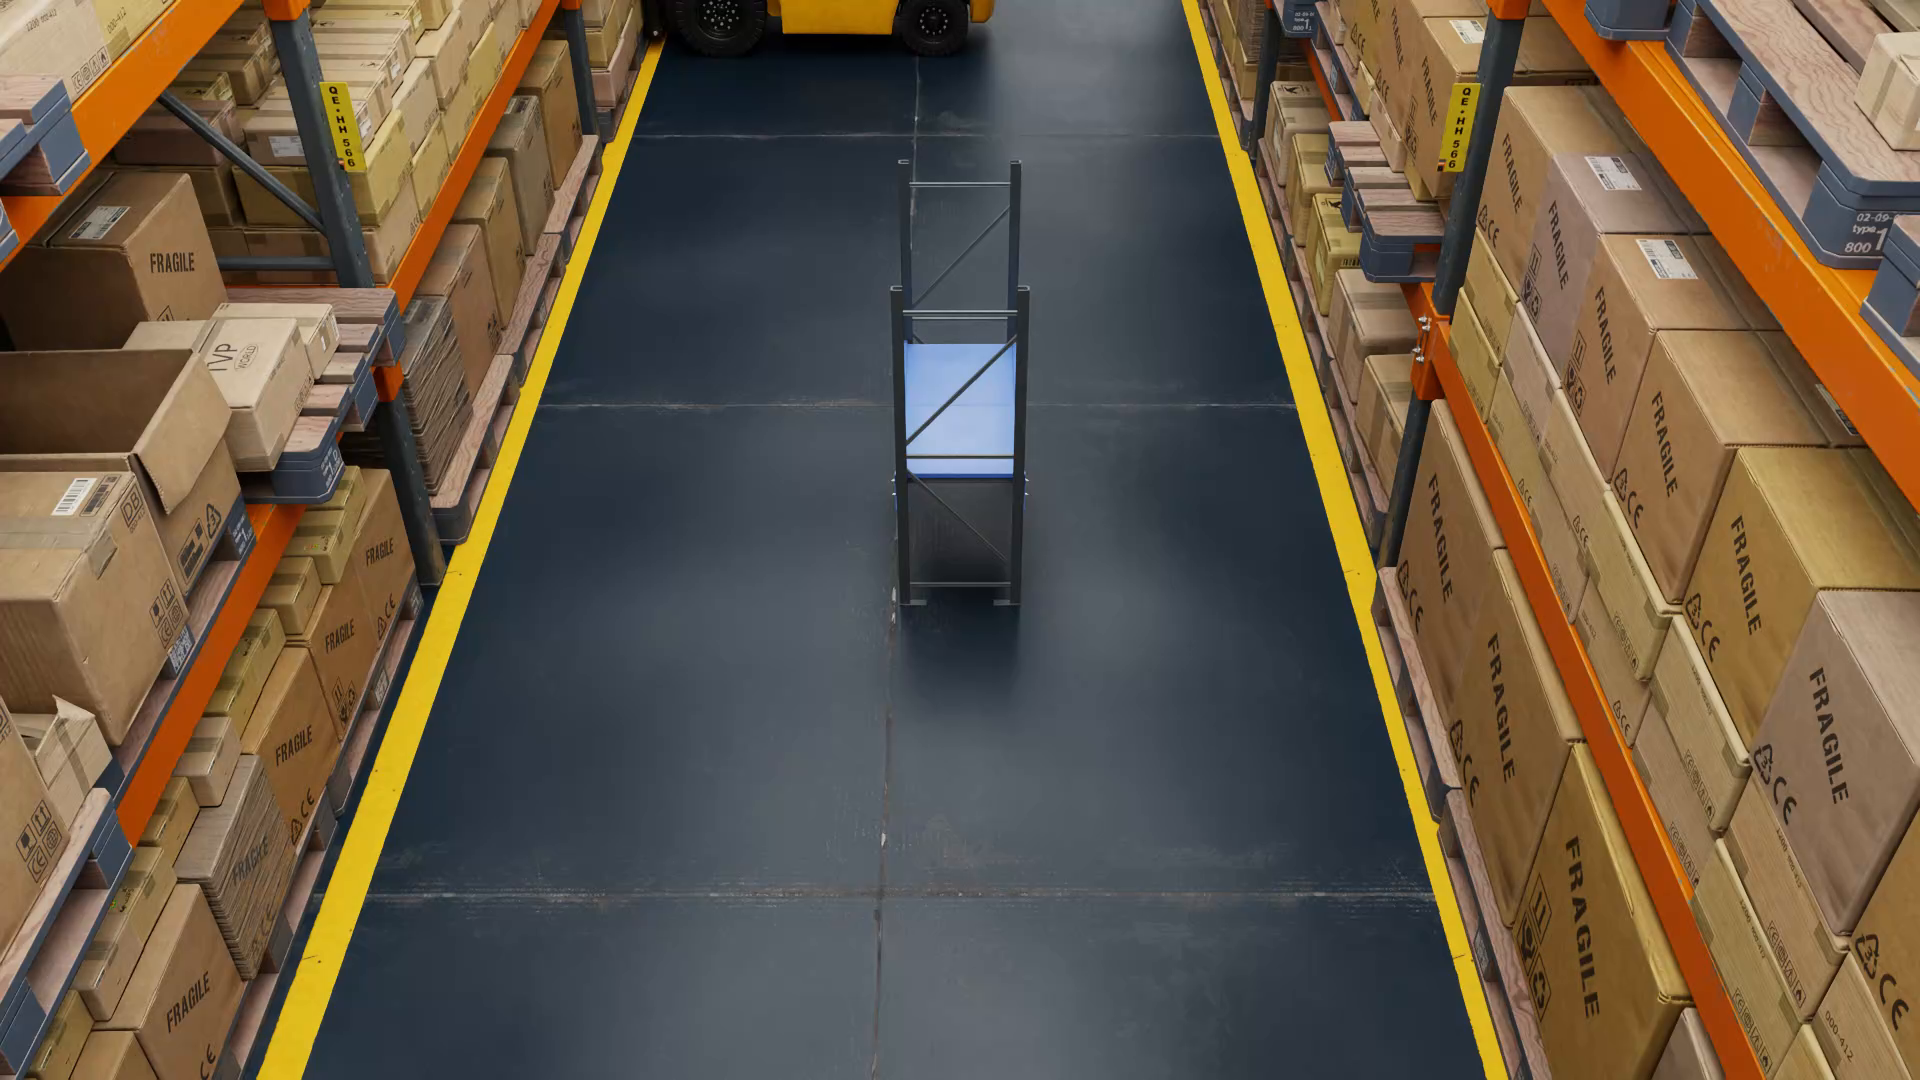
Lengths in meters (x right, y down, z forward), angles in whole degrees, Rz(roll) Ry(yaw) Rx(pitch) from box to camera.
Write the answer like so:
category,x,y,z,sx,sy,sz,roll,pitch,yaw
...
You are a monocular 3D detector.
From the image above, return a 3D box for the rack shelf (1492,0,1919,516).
category,x,y,z,sx,sy,sz,roll,pitch,yaw
rack shelf,2.278,-0.653,3.843,1.077,0.370,4.000,0,39,0

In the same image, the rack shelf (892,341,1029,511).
category,x,y,z,sx,sy,sz,roll,pitch,yaw
rack shelf,0.000,-0.498,6.960,0.538,0.185,1.000,0,39,0

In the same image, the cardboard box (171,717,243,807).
category,x,y,z,sx,sy,sz,roll,pitch,yaw
cardboard box,-2.461,0.689,5.137,0.380,0.149,0.250,-2,39,-2

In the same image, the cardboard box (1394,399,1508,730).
category,x,y,z,sx,sy,sz,roll,pitch,yaw
cardboard box,2.193,0.084,6.110,0.875,0.875,0.875,0,39,0

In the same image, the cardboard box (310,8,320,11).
category,x,y,z,sx,sy,sz,roll,pitch,yaw
cardboard box,-2.959,-2.373,7.532,0.500,0.250,0.500,-1,39,-1

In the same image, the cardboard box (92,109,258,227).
category,x,y,z,sx,sy,sz,roll,pitch,yaw
cardboard box,-2.966,-1.425,6.350,0.500,0.250,0.500,1,39,1

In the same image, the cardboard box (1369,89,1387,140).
category,x,y,z,sx,sy,sz,roll,pitch,yaw
cardboard box,1.930,-1.767,6.921,0.380,0.149,0.250,-2,39,-2

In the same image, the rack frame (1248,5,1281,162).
category,x,y,z,sx,sy,sz,roll,pitch,yaw
rack frame,2.271,-3.515,9.238,1.000,3.000,0.127,0,39,0

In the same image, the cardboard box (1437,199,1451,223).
category,x,y,z,sx,sy,sz,roll,pitch,yaw
cardboard box,2.040,-1.284,6.319,0.380,0.149,0.250,1,39,2

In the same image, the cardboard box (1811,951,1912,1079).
category,x,y,z,sx,sy,sz,roll,pitch,yaw
cardboard box,2.037,1.076,3.229,0.500,0.250,0.500,0,39,0

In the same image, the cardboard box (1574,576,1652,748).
category,x,y,z,sx,sy,sz,roll,pitch,yaw
cardboard box,2.042,0.309,4.586,0.500,0.250,0.500,0,39,0

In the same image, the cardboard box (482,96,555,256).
category,x,y,z,sx,sy,sz,roll,pitch,yaw
cardboard box,-2.688,-1.935,8.829,0.875,0.625,0.625,0,39,0

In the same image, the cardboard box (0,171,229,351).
category,x,y,z,sx,sy,sz,roll,pitch,yaw
cardboard box,-2.844,-0.889,5.545,0.500,0.500,0.500,2,39,2

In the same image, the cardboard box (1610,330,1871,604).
category,x,y,z,sx,sy,sz,roll,pitch,yaw
cardboard box,2.024,-0.185,4.203,0.500,0.500,0.500,1,39,1

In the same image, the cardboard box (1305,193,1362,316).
category,x,y,z,sx,sy,sz,roll,pitch,yaw
cardboard box,2.281,-1.441,8.415,0.950,0.372,0.625,1,39,1

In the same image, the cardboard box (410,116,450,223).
category,x,y,z,sx,sy,sz,roll,pitch,yaw
cardboard box,-2.440,-1.541,6.895,0.500,0.250,0.500,-1,39,-1

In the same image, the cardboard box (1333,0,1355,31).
category,x,y,z,sx,sy,sz,roll,pitch,yaw
cardboard box,1.984,-2.597,7.438,0.500,0.500,0.500,-2,39,-2

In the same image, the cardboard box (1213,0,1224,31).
category,x,y,z,sx,sy,sz,roll,pitch,yaw
cardboard box,1.995,-3.627,11.240,0.500,0.250,0.500,1,39,1

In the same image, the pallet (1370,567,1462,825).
category,x,y,z,sx,sy,sz,roll,pitch,yaw
pallet,2.201,0.568,6.373,1.003,0.211,1.213,0,39,0

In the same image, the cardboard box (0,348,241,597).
category,x,y,z,sx,sy,sz,roll,pitch,yaw
cardboard box,-2.501,-0.191,4.672,0.797,0.503,0.637,-1,39,-1

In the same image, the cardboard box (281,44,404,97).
category,x,y,z,sx,sy,sz,roll,pitch,yaw
cardboard box,-2.421,-1.827,6.533,0.380,0.149,0.250,1,39,1

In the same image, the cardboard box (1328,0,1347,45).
category,x,y,z,sx,sy,sz,roll,pitch,yaw
cardboard box,1.929,-2.420,7.736,0.380,0.149,0.250,1,39,2

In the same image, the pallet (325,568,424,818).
category,x,y,z,sx,sy,sz,roll,pitch,yaw
pallet,-2.725,0.547,6.398,1.003,0.211,1.213,0,39,0

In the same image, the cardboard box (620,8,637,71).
category,x,y,z,sx,sy,sz,roll,pitch,yaw
cardboard box,-2.378,-3.220,10.733,0.500,0.250,0.500,-1,39,-1

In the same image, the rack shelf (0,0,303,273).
category,x,y,z,sx,sy,sz,roll,pitch,yaw
rack shelf,-2.686,-0.647,3.835,1.077,0.370,4.000,0,39,0

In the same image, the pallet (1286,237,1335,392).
category,x,y,z,sx,sy,sz,roll,pitch,yaw
pallet,2.278,-1.175,8.548,1.003,0.211,1.213,0,39,0

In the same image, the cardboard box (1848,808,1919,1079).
category,x,y,z,sx,sy,sz,roll,pitch,yaw
cardboard box,2.029,0.779,2.999,0.500,0.500,0.500,1,39,1

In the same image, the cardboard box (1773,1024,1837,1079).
category,x,y,z,sx,sy,sz,roll,pitch,yaw
cardboard box,2.028,1.266,3.392,0.500,0.250,0.500,-1,39,-1

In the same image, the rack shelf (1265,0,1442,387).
category,x,y,z,sx,sy,sz,roll,pitch,yaw
rack shelf,2.273,-1.984,7.902,1.077,0.370,4.000,0,39,0

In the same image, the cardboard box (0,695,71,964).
category,x,y,z,sx,sy,sz,roll,pitch,yaw
cardboard box,-2.461,0.664,3.607,0.700,0.500,0.500,0,39,0

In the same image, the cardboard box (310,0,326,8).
category,x,y,z,sx,sy,sz,roll,pitch,yaw
cardboard box,-2.912,-2.463,7.326,0.380,0.149,0.250,1,39,1

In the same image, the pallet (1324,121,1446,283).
category,x,y,z,sx,sy,sz,roll,pitch,yaw
pallet,2.168,-1.384,6.732,1.213,0.211,1.003,0,39,0

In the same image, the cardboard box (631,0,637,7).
category,x,y,z,sx,sy,sz,roll,pitch,yaw
cardboard box,-2.376,-3.727,10.966,0.500,0.250,0.500,0,39,0

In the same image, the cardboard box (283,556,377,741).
category,x,y,z,sx,sy,sz,roll,pitch,yaw
cardboard box,-2.482,0.381,6.039,0.500,0.500,0.500,-1,39,-1

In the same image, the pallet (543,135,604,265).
category,x,y,z,sx,sy,sz,roll,pitch,yaw
pallet,-2.653,-1.960,9.527,1.003,0.211,1.213,0,39,0

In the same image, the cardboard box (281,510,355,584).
category,x,y,z,sx,sy,sz,roll,pitch,yaw
cardboard box,-2.403,0.030,5.958,0.380,0.149,0.250,-2,39,-2

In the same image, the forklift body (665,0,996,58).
category,x,y,z,sx,sy,sz,roll,pitch,yaw
forklift body,-0.871,-4.495,11.139,2.313,2.155,1.214,0,39,0

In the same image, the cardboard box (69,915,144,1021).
category,x,y,z,sx,sy,sz,roll,pitch,yaw
cardboard box,-2.484,1.166,4.540,0.380,0.149,0.250,0,39,0

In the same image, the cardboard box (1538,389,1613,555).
category,x,y,z,sx,sy,sz,roll,pitch,yaw
cardboard box,2.017,-0.198,4.819,0.500,0.250,0.500,0,39,0

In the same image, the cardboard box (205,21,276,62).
category,x,y,z,sx,sy,sz,roll,pitch,yaw
cardboard box,-3.012,-1.982,6.726,0.380,0.149,0.250,-1,39,-1

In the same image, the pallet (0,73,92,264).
category,x,y,z,sx,sy,sz,roll,pitch,yaw
pallet,-2.618,-0.660,3.427,1.213,0.211,1.003,0,39,0

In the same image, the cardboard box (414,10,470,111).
category,x,y,z,sx,sy,sz,roll,pitch,yaw
cardboard box,-2.426,-2.062,7.145,0.500,0.250,0.500,-1,39,-1

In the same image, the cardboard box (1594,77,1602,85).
category,x,y,z,sx,sy,sz,roll,pitch,yaw
cardboard box,2.507,-1.614,6.212,0.500,0.500,0.500,-1,39,-1

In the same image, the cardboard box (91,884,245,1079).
category,x,y,z,sx,sy,sz,roll,pitch,yaw
cardboard box,-2.466,1.357,4.821,0.500,0.500,0.500,-1,39,-1

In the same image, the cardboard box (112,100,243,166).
category,x,y,z,sx,sy,sz,roll,pitch,yaw
cardboard box,-2.891,-1.503,6.128,0.380,0.149,0.250,1,39,1

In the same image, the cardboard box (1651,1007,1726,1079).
category,x,y,z,sx,sy,sz,roll,pitch,yaw
cardboard box,2.200,1.765,4.012,0.875,0.875,0.875,1,39,1

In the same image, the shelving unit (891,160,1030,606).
category,x,y,z,sx,sy,sz,roll,pitch,yaw
shelving unit,0.000,-0.639,6.848,0.538,1.500,1.048,0,39,0

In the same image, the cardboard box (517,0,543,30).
category,x,y,z,sx,sy,sz,roll,pitch,yaw
cardboard box,-2.424,-2.821,8.492,0.500,0.250,0.500,0,39,0

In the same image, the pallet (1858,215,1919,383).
category,x,y,z,sx,sy,sz,roll,pitch,yaw
pallet,2.230,-0.181,2.832,0.805,0.209,1.217,-1,39,-2

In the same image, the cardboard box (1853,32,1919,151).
category,x,y,z,sx,sy,sz,roll,pitch,yaw
cardboard box,2.128,-0.938,3.474,0.380,0.166,0.250,3,39,4
